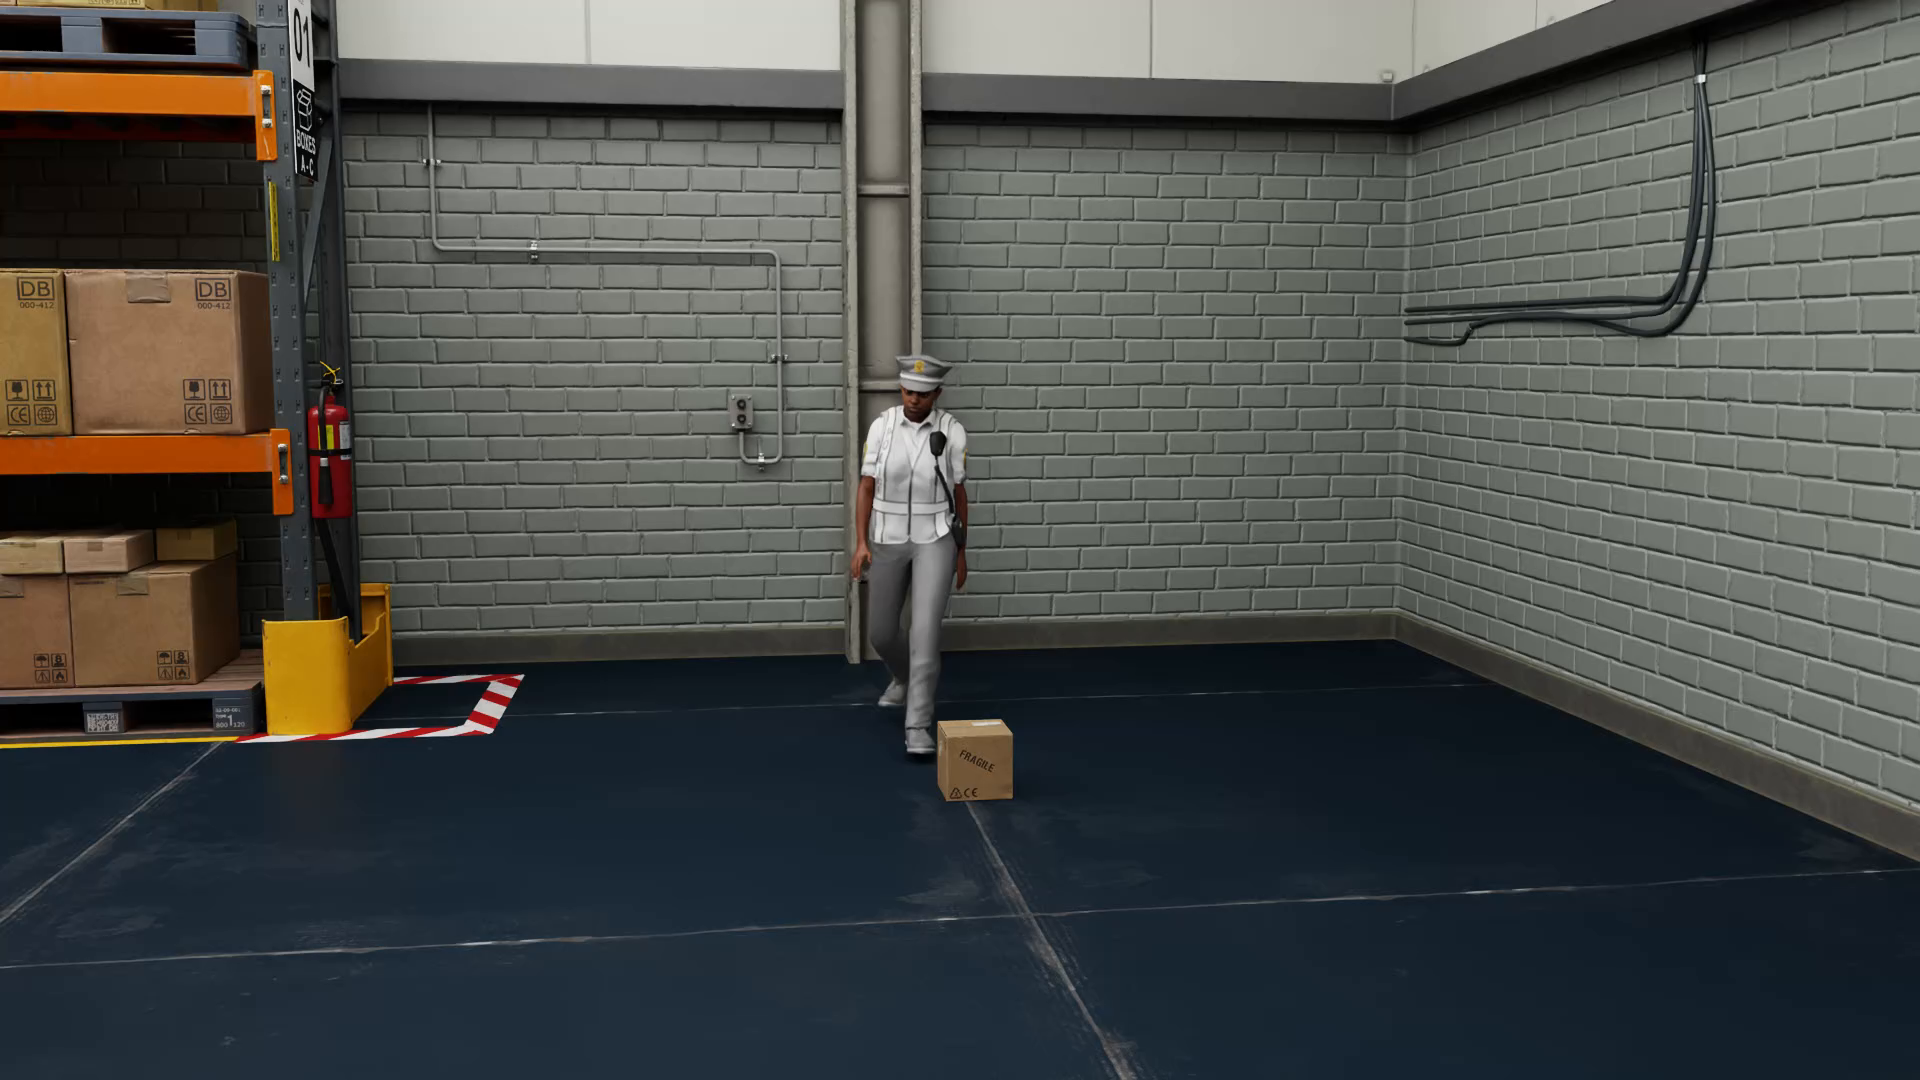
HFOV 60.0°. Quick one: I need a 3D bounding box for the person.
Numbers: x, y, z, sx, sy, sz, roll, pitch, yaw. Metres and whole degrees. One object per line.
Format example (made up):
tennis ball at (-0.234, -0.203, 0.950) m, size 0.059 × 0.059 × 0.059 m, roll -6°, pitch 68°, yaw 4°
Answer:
person at (-0.195, 0.029, 7.056) m, size 0.461 × 1.614 × 0.894 m, roll 1°, pitch 7°, yaw 10°
